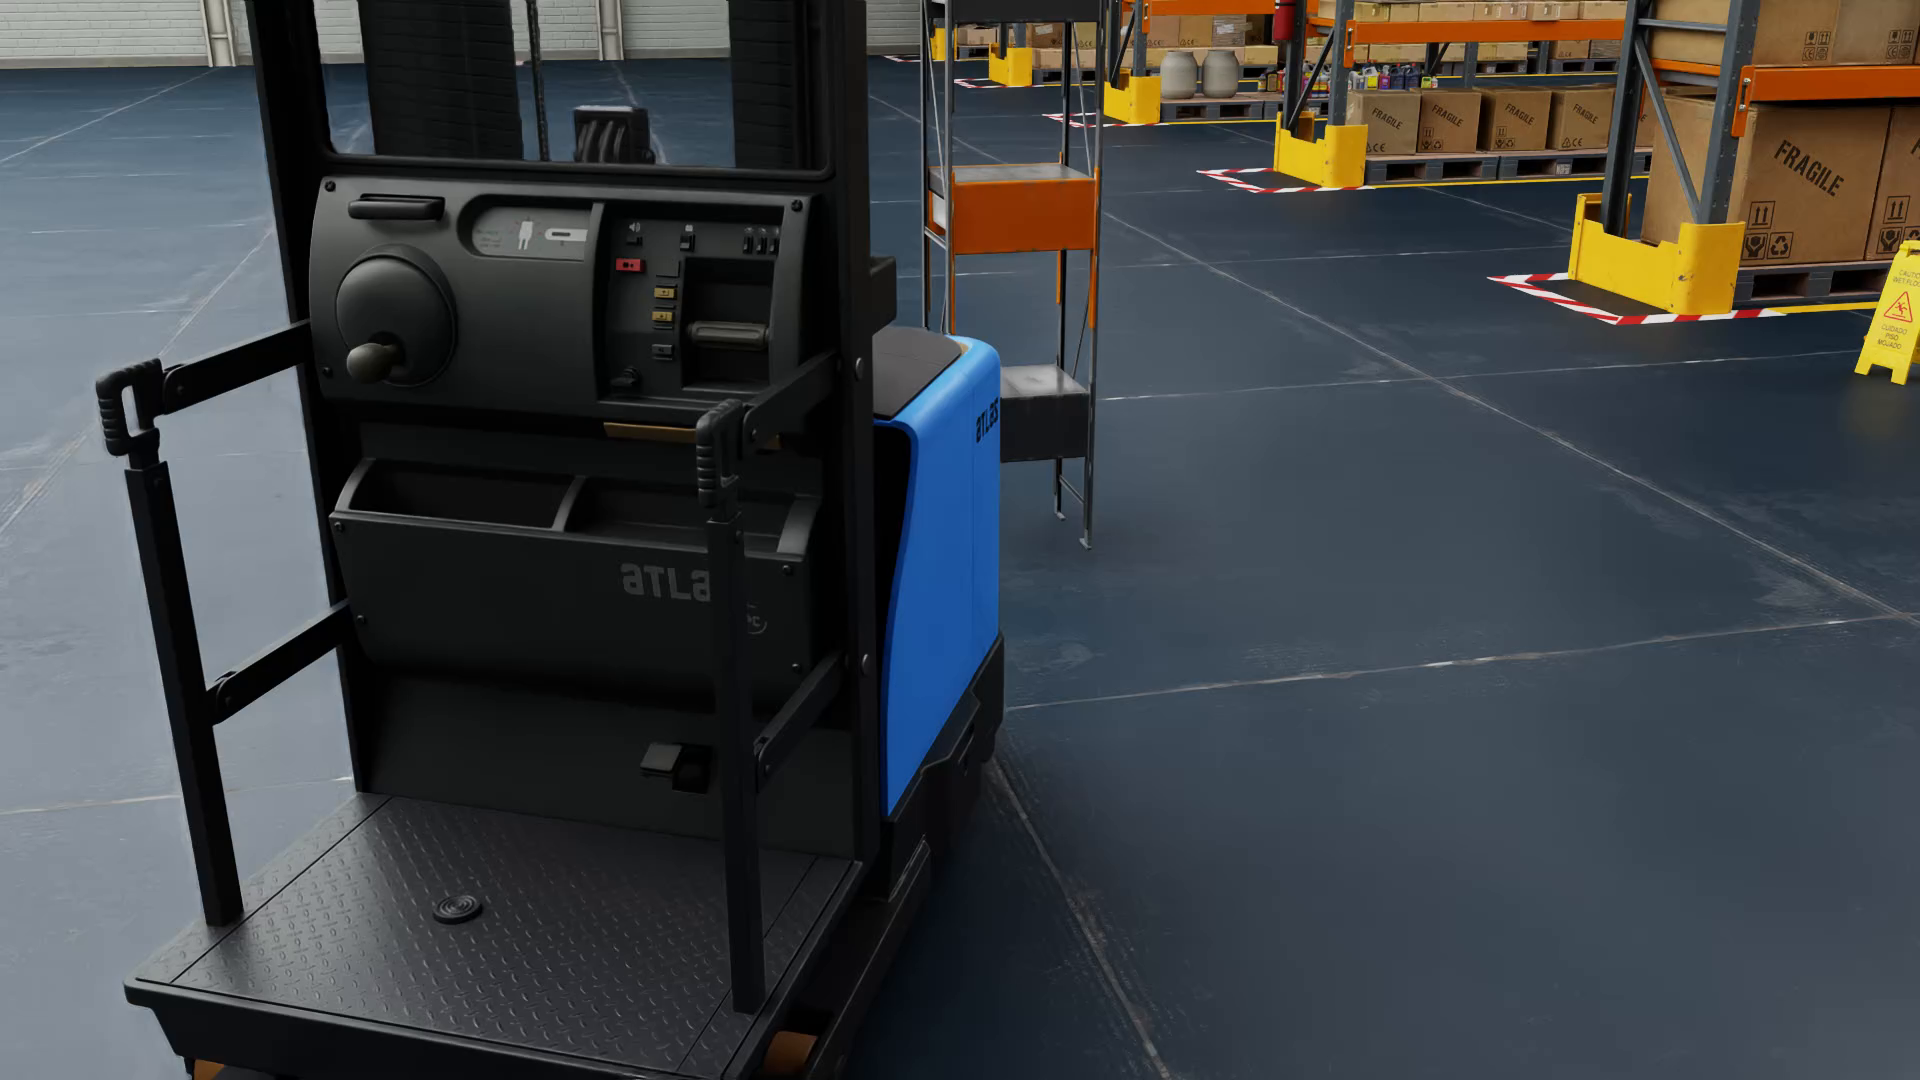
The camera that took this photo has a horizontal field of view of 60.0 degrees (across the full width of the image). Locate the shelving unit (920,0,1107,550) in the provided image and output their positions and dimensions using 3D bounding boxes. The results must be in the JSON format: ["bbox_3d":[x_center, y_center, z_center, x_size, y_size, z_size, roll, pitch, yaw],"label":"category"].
[{"bbox_3d":[0.161,-0.999,5.489,0.503,2.100,0.431,-5,21,-12],"label":"shelving unit"}]

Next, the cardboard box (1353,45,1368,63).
[{"bbox_3d":[5.567,-7.052,24.091,0.500,0.250,0.500,-4,21,-11],"label":"cardboard box"}]

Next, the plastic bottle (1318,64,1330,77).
[{"bbox_3d":[4.277,-5.487,19.645,0.185,0.351,0.144,-5,21,-13],"label":"plastic bottle"}]

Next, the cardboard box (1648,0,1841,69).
[{"bbox_3d":[4.396,-2.970,9.344,0.550,0.550,0.875,-5,21,-12],"label":"cardboard box"}]

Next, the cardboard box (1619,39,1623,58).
[{"bbox_3d":[10.018,-7.528,24.998,0.500,0.500,0.500,-5,21,-13],"label":"cardboard box"}]

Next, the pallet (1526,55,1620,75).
[{"bbox_3d":[9.247,-7.210,25.191,1.213,0.211,1.003,-5,21,-12],"label":"pallet"}]

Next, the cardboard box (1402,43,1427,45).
[{"bbox_3d":[6.575,-7.397,24.219,0.500,0.311,0.500,-4,21,-11],"label":"cardboard box"}]

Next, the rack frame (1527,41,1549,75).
[{"bbox_3d":[8.512,-8.473,24.584,0.127,3.000,1.000,-5,21,-12],"label":"rack frame"}]

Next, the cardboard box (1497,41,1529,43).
[{"bbox_3d":[8.059,-7.519,24.550,0.500,0.311,0.500,-4,21,-11],"label":"cardboard box"}]

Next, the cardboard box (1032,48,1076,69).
[{"bbox_3d":[1.300,-6.714,23.169,0.500,0.250,0.500,-5,21,-12],"label":"cardboard box"}]

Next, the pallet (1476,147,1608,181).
[{"bbox_3d":[5.060,-3.368,14.702,1.213,0.211,1.003,-5,21,-12],"label":"pallet"}]

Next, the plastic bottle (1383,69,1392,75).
[{"bbox_3d":[4.950,-5.311,19.272,0.135,0.276,0.152,-5,21,-12],"label":"plastic bottle"}]

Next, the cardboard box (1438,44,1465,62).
[{"bbox_3d":[7.065,-7.175,24.428,0.500,0.250,0.500,-4,21,-11],"label":"cardboard box"}]

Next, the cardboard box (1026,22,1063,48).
[{"bbox_3d":[1.180,-7.240,23.515,0.500,0.500,0.500,-5,21,-12],"label":"cardboard box"}]

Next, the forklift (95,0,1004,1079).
[{"bbox_3d":[-0.755,-0.414,2.684,1.130,2.935,3.031,5,21,14],"label":"forklift"}]

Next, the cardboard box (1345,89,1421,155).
[{"bbox_3d":[3.614,-3.591,14.280,0.500,0.500,0.500,-1,20,-2],"label":"cardboard box"}]

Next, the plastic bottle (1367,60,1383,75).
[{"bbox_3d":[4.908,-5.488,19.646,0.185,0.351,0.144,-5,21,-12],"label":"plastic bottle"}]

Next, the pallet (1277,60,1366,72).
[{"bbox_3d":[5.328,-6.919,24.394,1.213,0.211,1.003,-5,21,-12],"label":"pallet"}]

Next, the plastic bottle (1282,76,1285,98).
[{"bbox_3d":[3.699,-5.146,18.829,0.097,0.271,0.097,0,20,0],"label":"plastic bottle"}]

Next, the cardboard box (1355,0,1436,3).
[{"bbox_3d":[3.544,-4.745,13.828,0.500,0.500,0.875,-5,21,-12],"label":"cardboard box"}]

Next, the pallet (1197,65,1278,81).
[{"bbox_3d":[3.836,-6.798,24.066,1.213,0.211,1.003,-5,21,-12],"label":"pallet"}]

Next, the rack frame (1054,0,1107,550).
[{"bbox_3d":[0.399,-1.018,5.542,0.015,2.100,0.400,-5,21,-12],"label":"rack frame"}]

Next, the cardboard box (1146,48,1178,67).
[{"bbox_3d":[2.760,-6.832,23.492,0.500,0.250,0.500,-5,21,-12],"label":"cardboard box"}]

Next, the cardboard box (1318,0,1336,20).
[{"bbox_3d":[3.233,-4.497,14.096,0.250,0.149,0.380,-5,21,-12],"label":"cardboard box"}]

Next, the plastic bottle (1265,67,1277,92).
[{"bbox_3d":[3.659,-5.420,19.559,0.133,0.283,0.061,-4,21,-11],"label":"plastic bottle"}]

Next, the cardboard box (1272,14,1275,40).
[{"bbox_3d":[5.186,-8.996,29.005,0.500,0.500,0.700,-4,21,-12],"label":"cardboard box"}]

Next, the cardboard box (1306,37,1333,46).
[{"bbox_3d":[5.079,-7.275,23.886,0.500,0.311,0.500,-5,21,-12],"label":"cardboard box"}]

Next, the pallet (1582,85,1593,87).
[{"bbox_3d":[7.701,-5.362,20.145,1.213,0.211,1.003,-5,21,-12],"label":"pallet"}]

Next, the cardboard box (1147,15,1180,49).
[{"bbox_3d":[2.760,-7.184,23.362,0.500,0.500,0.500,-5,21,-12],"label":"cardboard box"}]

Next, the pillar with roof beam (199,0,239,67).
[{"bbox_3d":[-10.622,-10.269,20.765,0.400,9.000,9.100,-5,21,-12],"label":"pillar with roof beam"}]

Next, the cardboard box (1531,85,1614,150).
[{"bbox_3d":[5.355,-3.722,14.638,0.500,0.500,0.500,-7,21,-17],"label":"cardboard box"}]

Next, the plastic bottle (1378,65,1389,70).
[{"bbox_3d":[5.036,-5.513,19.823,0.135,0.276,0.152,-4,20,-11],"label":"plastic bottle"}]

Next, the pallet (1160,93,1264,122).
[{"bbox_3d":[2.718,-4.956,19.038,1.213,0.211,1.003,-5,21,-12],"label":"pallet"}]

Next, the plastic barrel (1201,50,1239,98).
[{"bbox_3d":[2.974,-5.328,19.005,0.421,0.512,0.421,0,20,0],"label":"plastic barrel"}]

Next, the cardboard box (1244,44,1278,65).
[{"bbox_3d":[4.219,-6.953,23.821,0.500,0.250,0.500,-5,21,-12],"label":"cardboard box"}]

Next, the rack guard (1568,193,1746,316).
[{"bbox_3d":[4.022,-1.680,9.673,0.348,0.500,1.175,-5,21,-12],"label":"rack guard"}]

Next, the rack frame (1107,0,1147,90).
[{"bbox_3d":[1.863,-6.182,18.329,0.127,3.000,1.000,-5,21,-12],"label":"rack frame"}]

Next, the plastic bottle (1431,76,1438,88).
[{"bbox_3d":[5.474,-5.258,19.235,0.097,0.201,0.097,0,20,0],"label":"plastic bottle"}]

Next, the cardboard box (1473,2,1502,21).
[{"bbox_3d":[4.313,-4.421,13.887,0.250,0.149,0.380,-5,21,-12],"label":"cardboard box"}]

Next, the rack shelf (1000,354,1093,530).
[{"bbox_3d":[0.161,-0.329,5.735,0.480,0.518,0.431,-5,21,-12],"label":"rack shelf"}]

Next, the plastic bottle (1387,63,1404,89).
[{"bbox_3d":[5.009,-5.298,19.129,0.185,0.351,0.144,-6,21,-15],"label":"plastic bottle"}]

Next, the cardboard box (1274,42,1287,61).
[{"bbox_3d":[4.956,-7.192,24.475,0.500,0.250,0.500,-5,21,-13],"label":"cardboard box"}]

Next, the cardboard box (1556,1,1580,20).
[{"bbox_3d":[5.030,-4.499,14.100,0.250,0.149,0.380,-5,21,-12],"label":"cardboard box"}]

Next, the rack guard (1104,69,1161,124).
[{"bbox_3d":[1.926,-5.030,18.818,0.348,0.500,1.175,-5,21,-12],"label":"rack guard"}]

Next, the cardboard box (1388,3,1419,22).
[{"bbox_3d":[3.583,-4.362,13.726,0.250,0.149,0.380,-5,21,-12],"label":"cardboard box"}]

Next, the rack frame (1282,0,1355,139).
[{"bbox_3d":[3.003,-4.524,13.803,0.127,3.000,1.000,-5,21,-12],"label":"rack frame"}]

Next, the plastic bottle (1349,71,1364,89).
[{"bbox_3d":[4.535,-5.226,19.040,0.135,0.276,0.152,-4,21,-11],"label":"plastic bottle"}]

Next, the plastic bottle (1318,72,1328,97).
[{"bbox_3d":[4.130,-5.181,18.925,0.097,0.271,0.097,0,20,0],"label":"plastic bottle"}]

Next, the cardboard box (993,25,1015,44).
[{"bbox_3d":[0.832,-8.512,27.959,0.500,0.311,0.500,-3,20,-8],"label":"cardboard box"}]

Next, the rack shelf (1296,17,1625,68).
[{"bbox_3d":[4.949,-4.344,14.359,4.000,0.370,1.077,-5,21,-12],"label":"rack shelf"}]
